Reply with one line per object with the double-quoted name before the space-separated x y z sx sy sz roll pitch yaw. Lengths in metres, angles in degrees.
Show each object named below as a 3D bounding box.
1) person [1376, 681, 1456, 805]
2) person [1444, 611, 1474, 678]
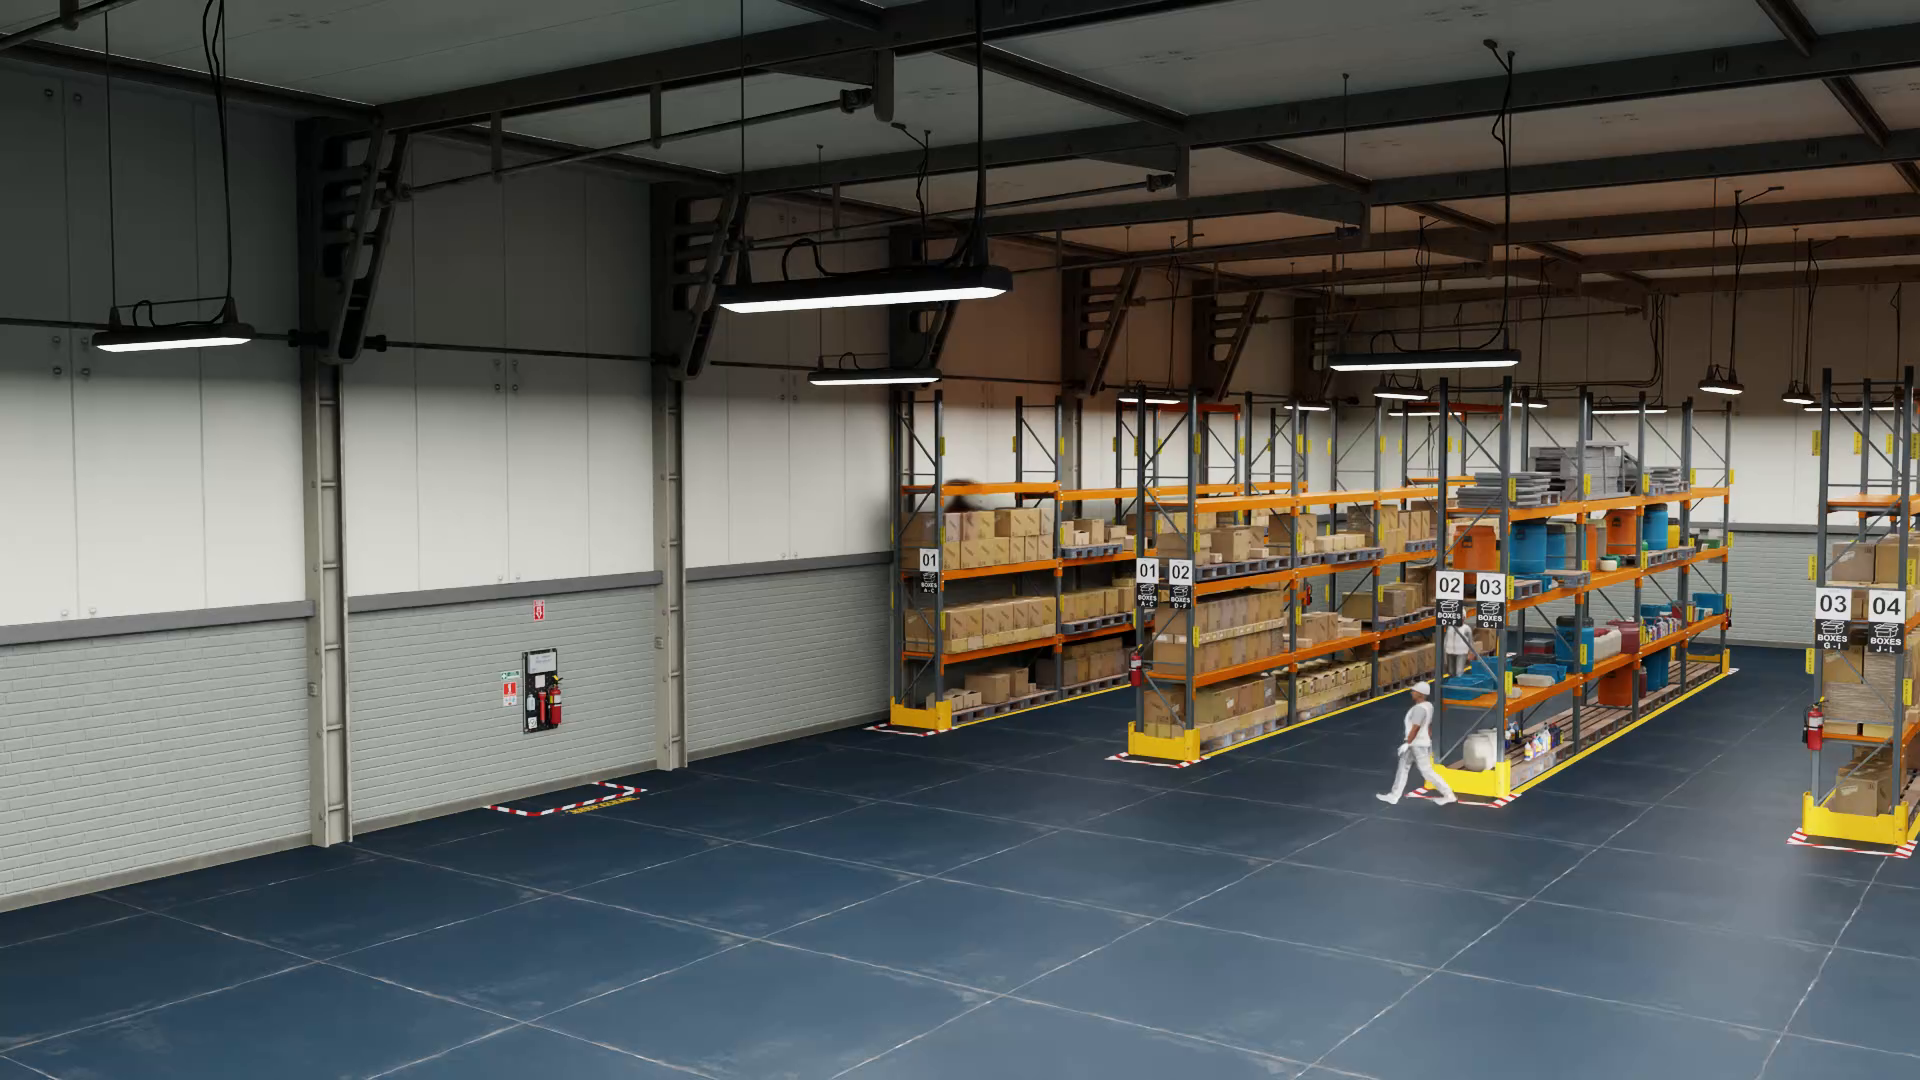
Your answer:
"person" 6.329 2.834 23.051 1.052 1.750 0.550 1 3 10
"person" 9.941 2.262 33.284 0.634 1.731 1.004 2 4 30
